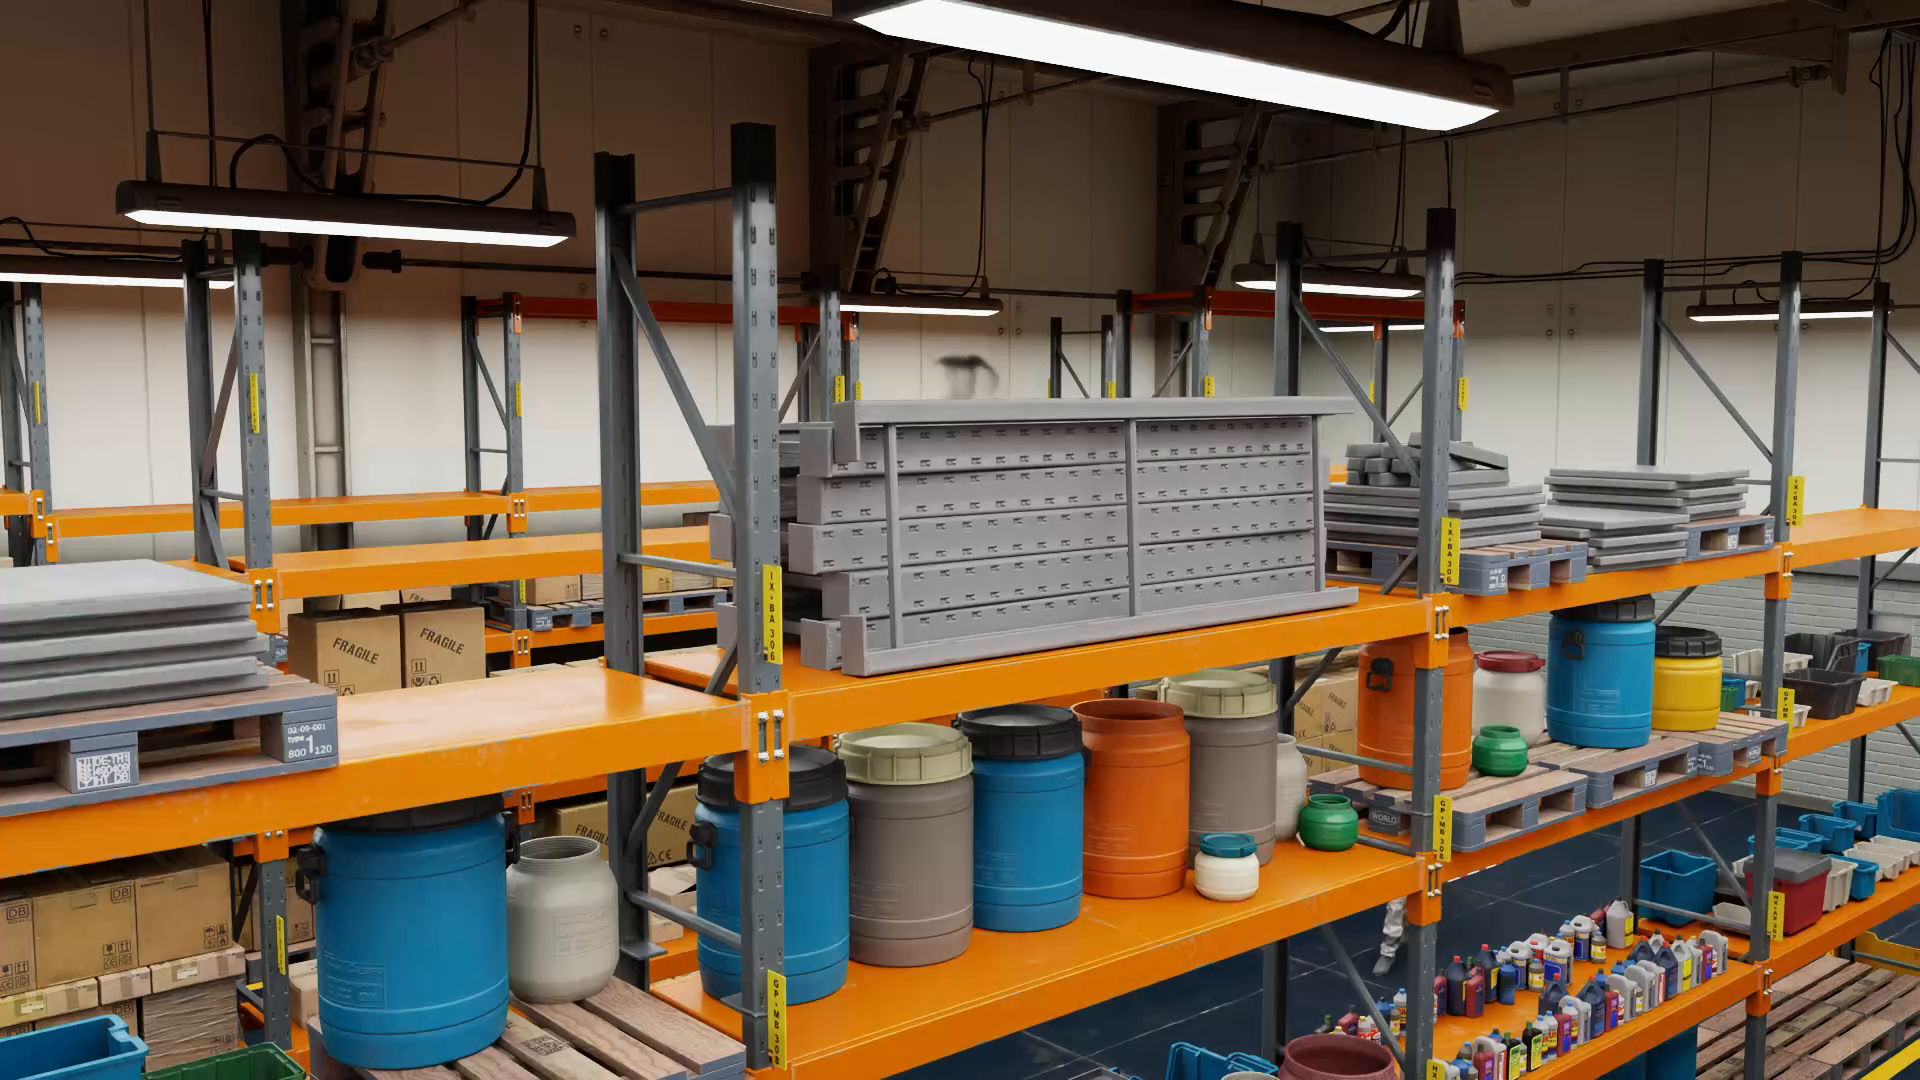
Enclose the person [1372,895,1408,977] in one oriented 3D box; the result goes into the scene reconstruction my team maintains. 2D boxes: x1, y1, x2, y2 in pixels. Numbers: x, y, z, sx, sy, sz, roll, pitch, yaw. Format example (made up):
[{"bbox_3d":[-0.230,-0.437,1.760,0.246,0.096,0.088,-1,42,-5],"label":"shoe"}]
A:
[{"bbox_3d":[3.944,2.872,14.800,0.981,1.814,0.672,-5,7,-42],"label":"person"}]
